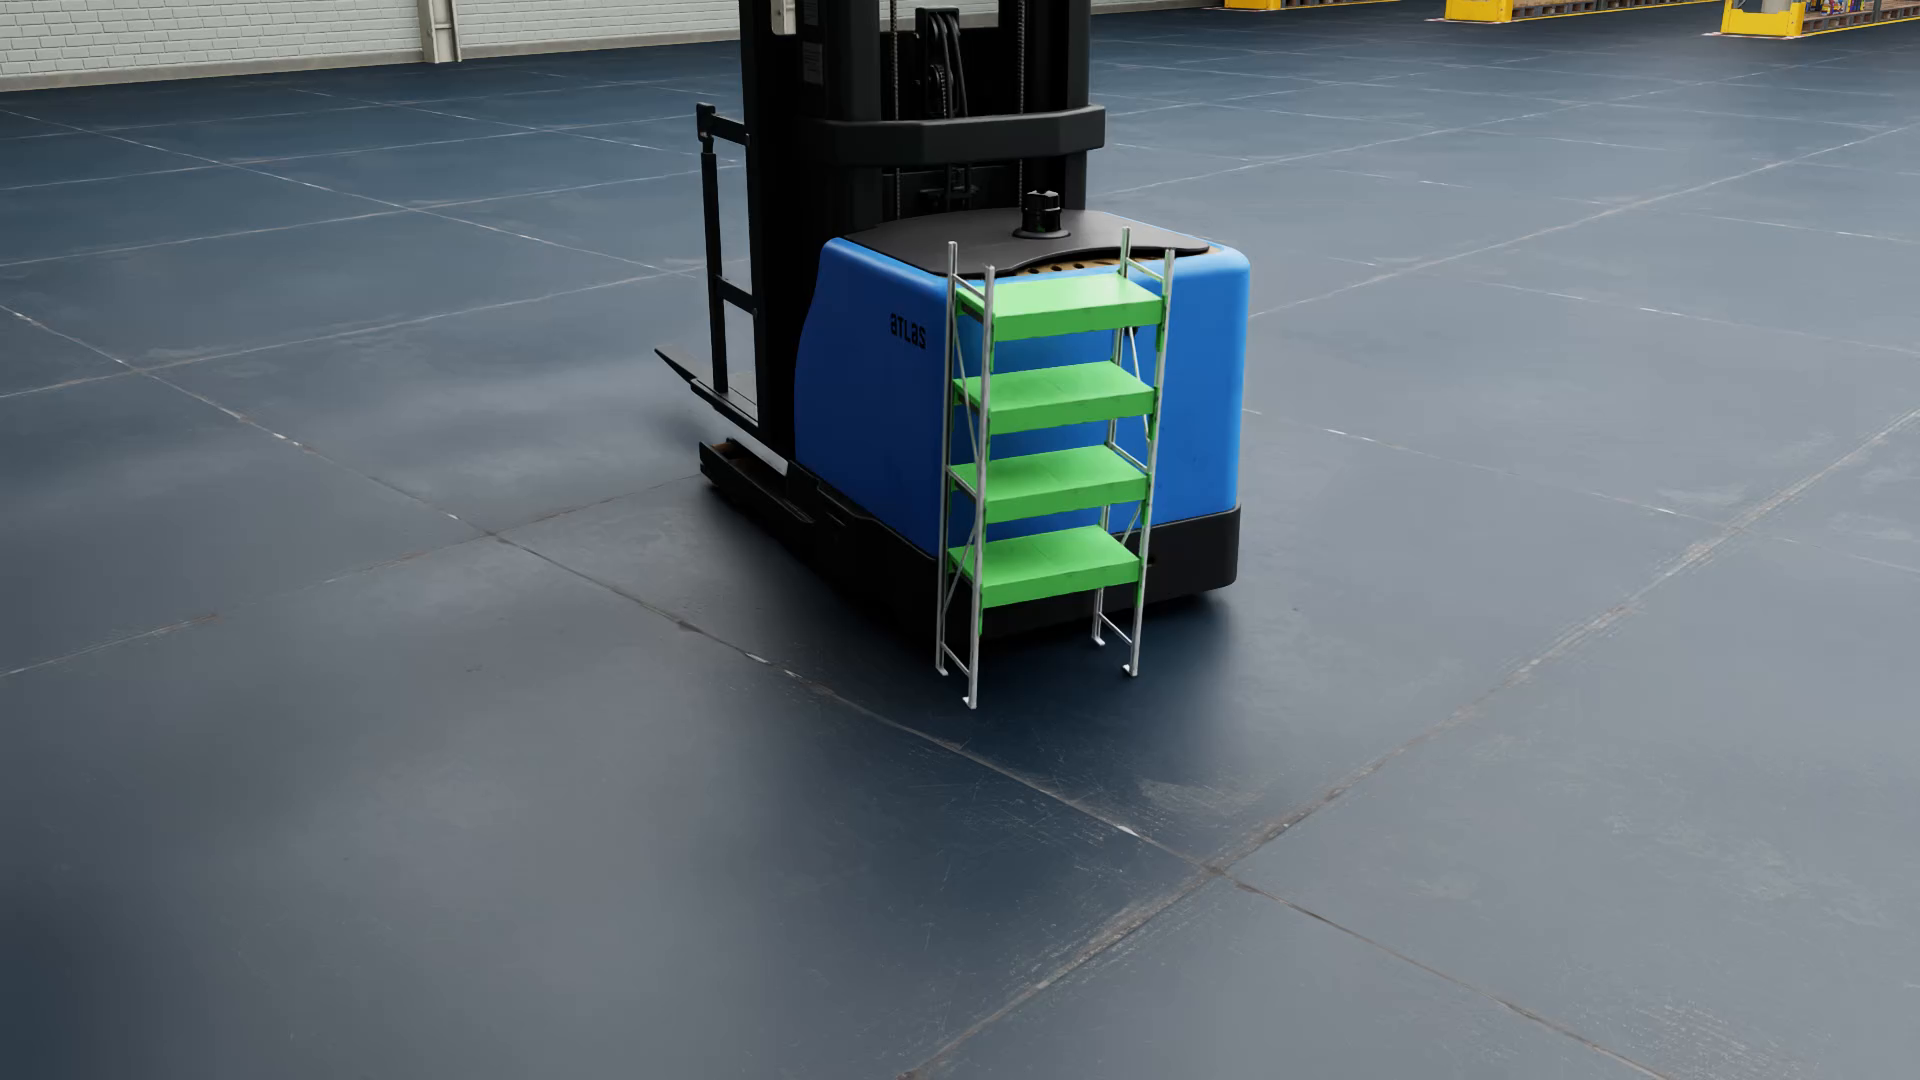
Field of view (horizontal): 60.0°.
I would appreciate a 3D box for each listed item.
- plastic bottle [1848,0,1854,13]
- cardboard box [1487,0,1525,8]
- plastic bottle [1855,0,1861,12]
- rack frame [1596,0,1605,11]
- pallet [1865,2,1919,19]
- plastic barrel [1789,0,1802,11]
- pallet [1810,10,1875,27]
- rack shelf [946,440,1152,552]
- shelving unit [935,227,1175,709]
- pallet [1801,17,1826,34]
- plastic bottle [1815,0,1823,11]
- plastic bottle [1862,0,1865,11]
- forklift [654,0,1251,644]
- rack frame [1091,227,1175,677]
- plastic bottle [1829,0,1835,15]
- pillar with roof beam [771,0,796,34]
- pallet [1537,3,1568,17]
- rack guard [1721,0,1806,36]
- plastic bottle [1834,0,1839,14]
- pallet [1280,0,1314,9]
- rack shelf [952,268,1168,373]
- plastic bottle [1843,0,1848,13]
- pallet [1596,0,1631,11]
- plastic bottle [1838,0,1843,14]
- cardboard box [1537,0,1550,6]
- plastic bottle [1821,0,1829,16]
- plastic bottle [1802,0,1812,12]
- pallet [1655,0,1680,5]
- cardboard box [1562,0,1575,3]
[{"bbox_3d":[15.216,-9.161,28.401,0.133,0.283,0.061,-18,27,-39],"label":"plastic bottle"},{"bbox_3d":[9.873,-9.770,30.060,0.500,0.250,0.500,19,28,41],"label":"cardboard box"},{"bbox_3d":[15.433,-9.294,28.653,0.144,0.351,0.185,18,28,39],"label":"plastic bottle"},{"bbox_3d":[12.130,-11.803,32.103,1.000,3.000,0.127,19,28,41],"label":"rack frame"},{"bbox_3d":[17.047,-9.788,30.746,1.003,0.211,1.213,19,28,41],"label":"pallet"},{"bbox_3d":[13.640,-8.886,27.396,0.421,0.512,0.421,0,21,0],"label":"plastic barrel"},{"bbox_3d":[15.178,-9.099,28.953,1.003,0.211,1.213,19,28,41],"label":"pallet"},{"bbox_3d":[0.228,-0.121,4.367,0.480,0.148,0.258,-9,28,-22],"label":"rack shelf"},{"bbox_3d":[0.230,-0.179,4.340,0.503,1.200,0.258,-9,28,-22],"label":"shelving unit"},{"bbox_3d":[13.475,-8.472,27.321,1.003,0.211,1.213,19,28,41],"label":"pallet"},{"bbox_3d":[14.919,-9.392,28.908,0.144,0.351,0.185,19,28,41],"label":"plastic bottle"},{"bbox_3d":[15.646,-9.291,28.853,0.097,0.201,0.097,0,21,0],"label":"plastic bottle"},{"bbox_3d":[-0.295,-1.566,5.563,1.130,2.935,3.031,-11,24,-26],"label":"forklift"},{"bbox_3d":[0.453,-0.214,4.432,0.015,1.200,0.240,-9,28,-22],"label":"rack frame"},{"bbox_3d":[14.545,-8.914,27.757,0.133,0.283,0.061,-20,28,-41],"label":"plastic bottle"},{"bbox_3d":[0.369,-11.049,21.777,9.100,9.000,0.400,19,28,41],"label":"pillar with roof beam"},{"bbox_3d":[10.694,-9.993,31.279,1.003,0.211,1.213,19,28,41],"label":"pallet"},{"bbox_3d":[12.905,-8.399,26.730,1.175,0.500,0.348,19,28,41],"label":"rack guard"},{"bbox_3d":[14.683,-8.968,27.916,0.097,0.271,0.097,0,21,0],"label":"plastic bottle"},{"bbox_3d":[6.432,-10.932,33.722,1.003,0.211,1.213,19,28,41],"label":"pallet"},{"bbox_3d":[0.244,-0.555,4.162,0.480,0.148,0.258,-9,28,-22],"label":"rack shelf"},{"bbox_3d":[14.958,-9.086,28.216,0.135,0.276,0.152,-20,28,-41],"label":"plastic bottle"},{"bbox_3d":[12.616,-10.701,33.121,1.003,0.211,1.213,19,28,41],"label":"pallet"},{"bbox_3d":[14.824,-9.020,28.052,0.097,0.271,0.097,0,21,0],"label":"plastic bottle"},{"bbox_3d":[10.568,-10.028,30.730,0.500,0.250,0.500,19,28,41],"label":"cardboard box"},{"bbox_3d":[14.374,-8.854,27.620,0.097,0.271,0.097,0,21,0],"label":"plastic bottle"},{"bbox_3d":[14.511,-9.205,28.525,0.152,0.276,0.135,19,28,41],"label":"plastic bottle"},{"bbox_3d":[14.318,-11.328,34.753,1.003,0.211,1.213,19,28,41],"label":"pallet"},{"bbox_3d":[11.269,-10.284,31.396,0.500,0.250,0.500,19,28,41],"label":"cardboard box"}]
